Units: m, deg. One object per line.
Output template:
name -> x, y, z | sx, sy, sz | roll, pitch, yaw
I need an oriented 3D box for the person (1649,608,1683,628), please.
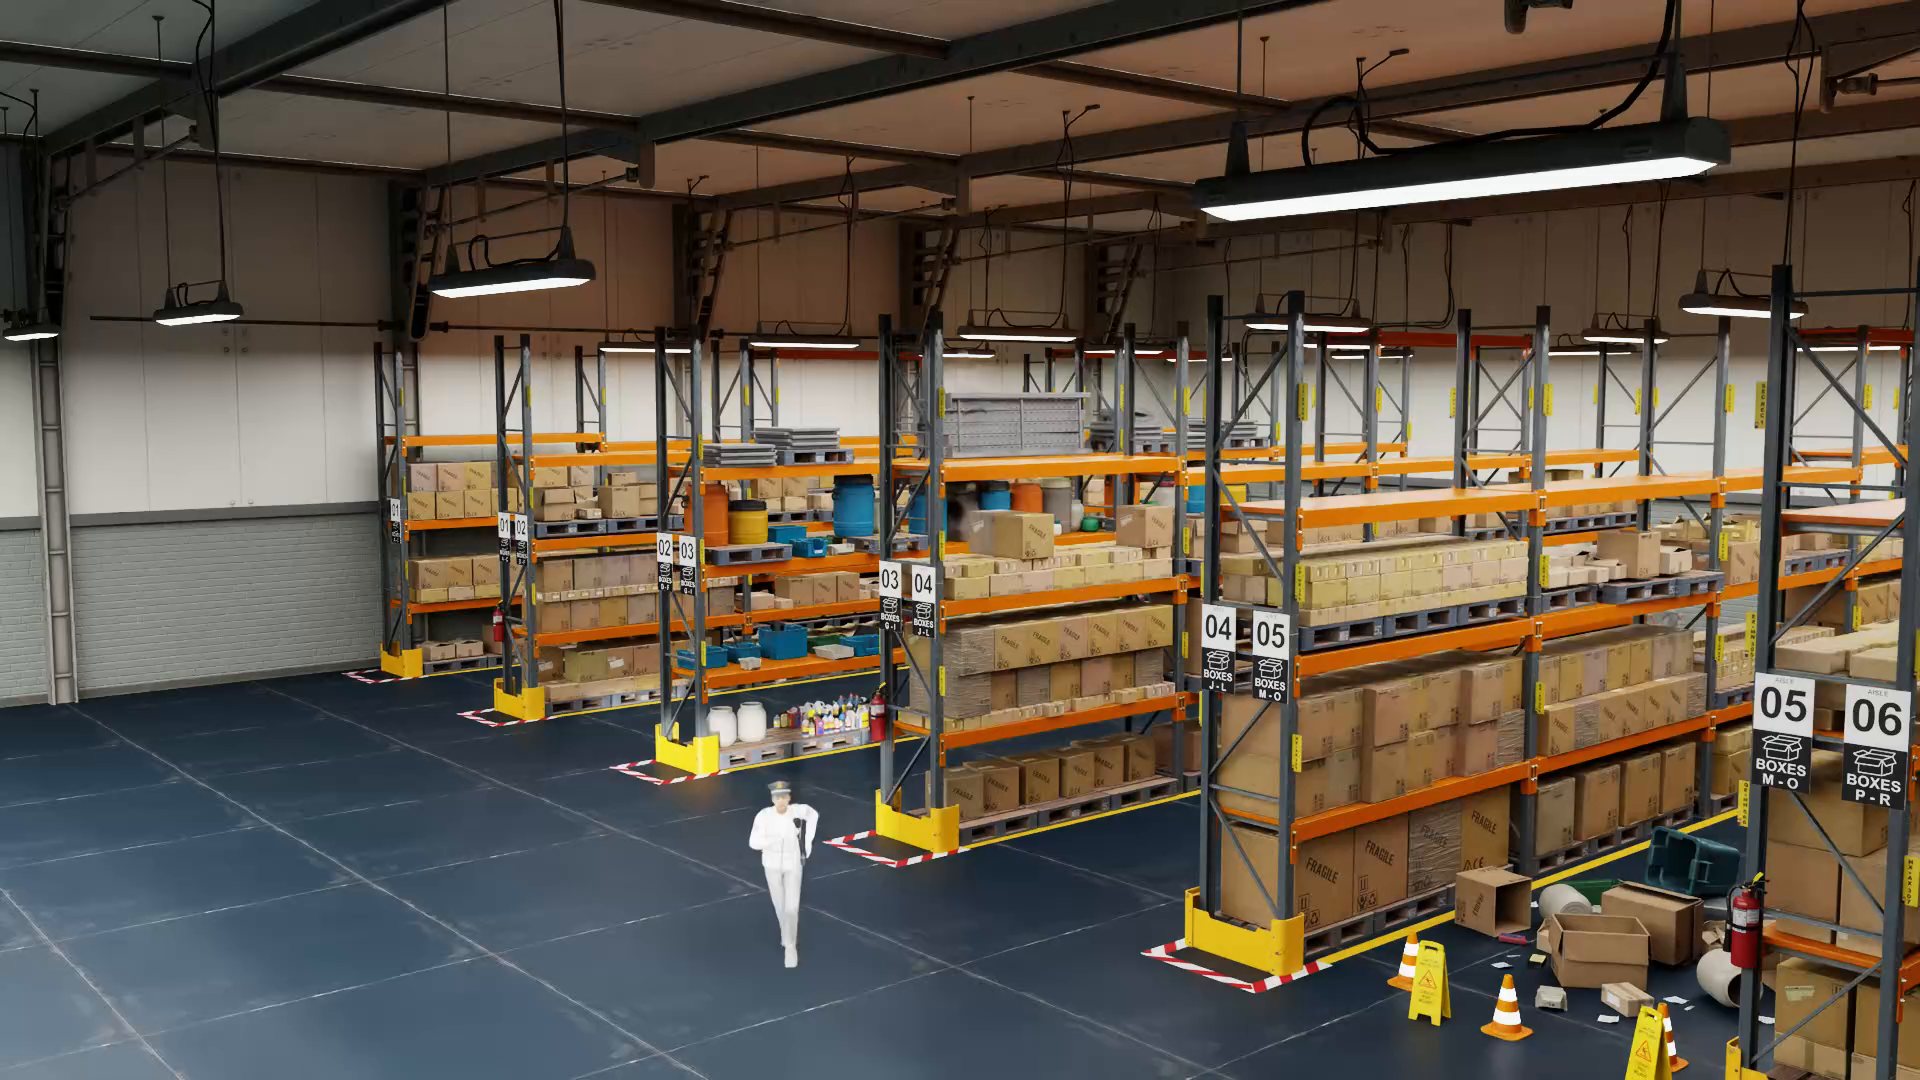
person -> 12.745, 1.645, 30.013 | 0.561, 1.618, 0.828 | -2, 6, -22

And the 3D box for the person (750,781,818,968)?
person -> -1.584, 2.976, 15.011 | 0.587, 1.725, 0.815 | 0, 5, 0
